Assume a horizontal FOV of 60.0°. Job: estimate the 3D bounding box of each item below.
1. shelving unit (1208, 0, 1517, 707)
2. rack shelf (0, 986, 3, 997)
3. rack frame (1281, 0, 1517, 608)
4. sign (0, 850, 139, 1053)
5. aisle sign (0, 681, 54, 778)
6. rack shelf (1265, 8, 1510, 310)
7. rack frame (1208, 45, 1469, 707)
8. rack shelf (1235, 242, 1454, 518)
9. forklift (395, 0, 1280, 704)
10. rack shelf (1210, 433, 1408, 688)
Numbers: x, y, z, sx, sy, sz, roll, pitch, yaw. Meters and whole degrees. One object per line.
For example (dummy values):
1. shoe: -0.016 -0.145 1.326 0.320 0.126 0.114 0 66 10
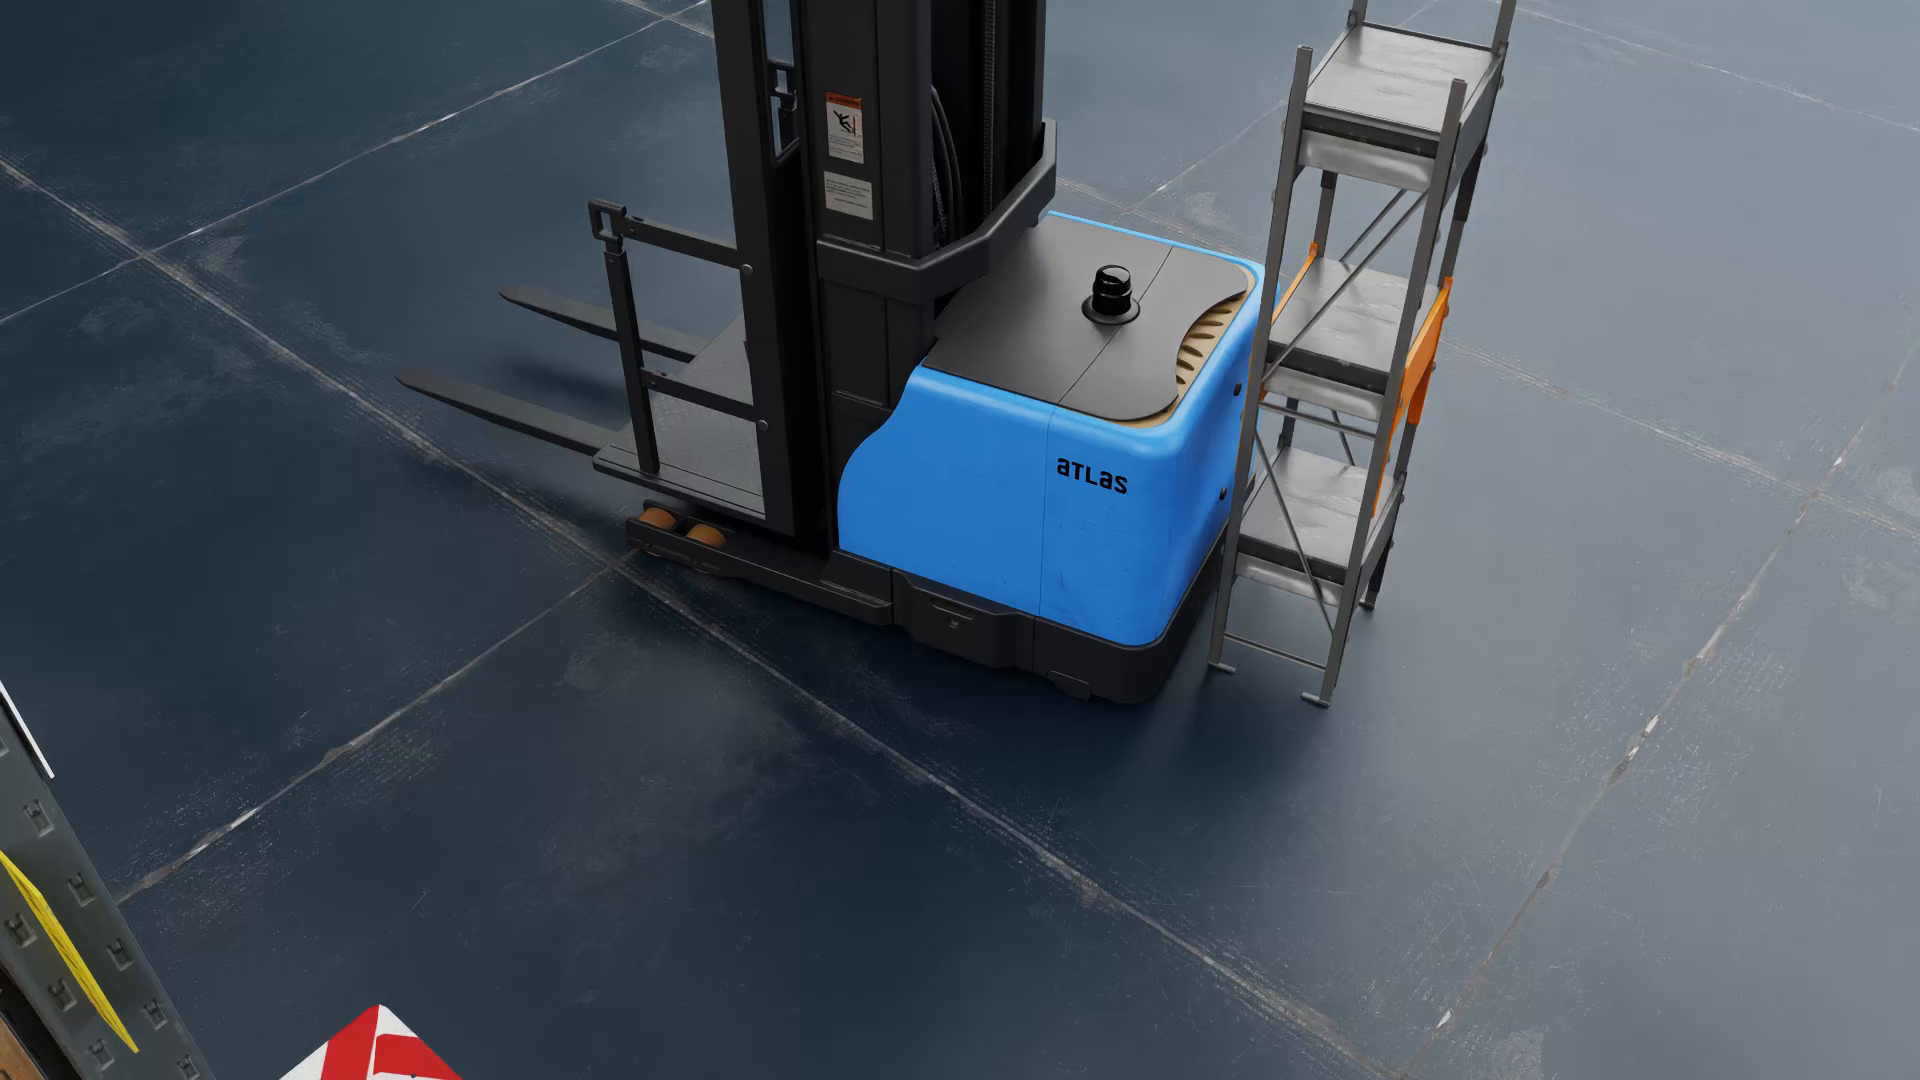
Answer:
1. shelving unit: 1.084 -0.469 4.705 0.431 2.100 0.503 19 46 19
2. rack shelf: -2.738 2.056 1.794 1.077 0.370 4.000 29 50 28
3. rack frame: 1.194 -0.615 4.866 0.400 2.100 0.015 19 46 19
4. sign: -1.044 0.486 1.949 0.100 0.325 0.005 29 50 28
5. aisle sign: -1.175 -0.108 1.707 0.394 0.787 0.004 29 50 28
6. rack shelf: 1.084 -0.977 4.243 0.431 0.518 0.480 19 46 19
7. rack frame: 0.974 -0.322 4.544 0.400 2.100 0.015 19 46 19
8. rack shelf: 1.084 -0.459 4.714 0.431 0.518 0.480 19 46 19
9. forklift: -0.563 -1.270 4.968 3.031 2.935 1.130 18 45 19
10. rack shelf: 1.084 0.059 5.185 0.431 0.518 0.480 19 46 19
